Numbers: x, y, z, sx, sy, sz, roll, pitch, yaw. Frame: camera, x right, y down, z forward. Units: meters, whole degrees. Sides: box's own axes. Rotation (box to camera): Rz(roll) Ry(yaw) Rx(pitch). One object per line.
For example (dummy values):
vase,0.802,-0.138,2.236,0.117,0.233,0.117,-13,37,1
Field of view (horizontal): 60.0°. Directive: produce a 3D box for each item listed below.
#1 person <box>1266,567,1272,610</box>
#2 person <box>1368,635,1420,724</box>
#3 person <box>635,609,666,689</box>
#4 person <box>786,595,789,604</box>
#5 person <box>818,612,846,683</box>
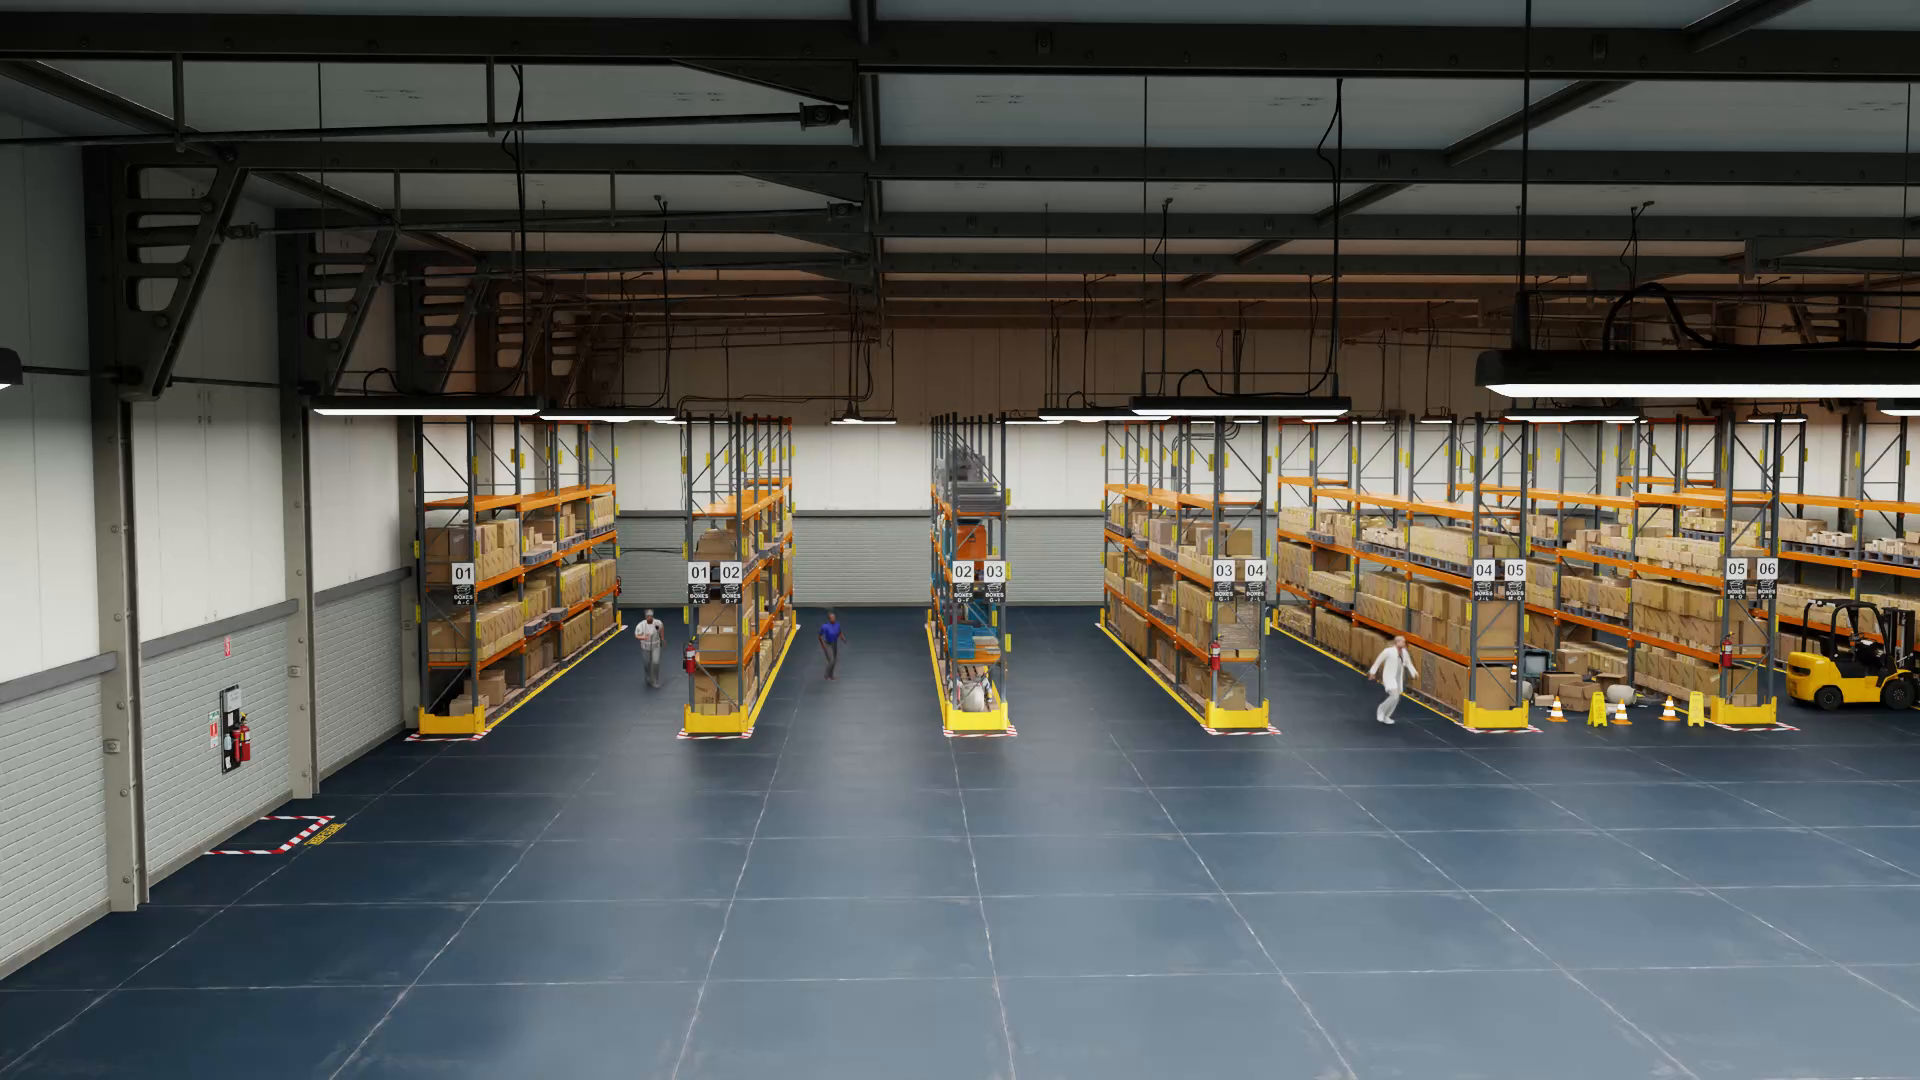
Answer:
person,9.212,1.535,50.450,0.626,1.558,0.579,-3,5,-40
person,8.349,2.679,31.847,0.710,1.721,0.812,-2,4,-30
person,-6.810,2.370,36.625,0.667,1.751,1.001,-1,4,-11
person,-5.216,1.497,49.018,0.645,1.800,0.810,-3,5,-39
person,-2.858,2.407,37.406,0.768,1.595,0.628,3,5,39
